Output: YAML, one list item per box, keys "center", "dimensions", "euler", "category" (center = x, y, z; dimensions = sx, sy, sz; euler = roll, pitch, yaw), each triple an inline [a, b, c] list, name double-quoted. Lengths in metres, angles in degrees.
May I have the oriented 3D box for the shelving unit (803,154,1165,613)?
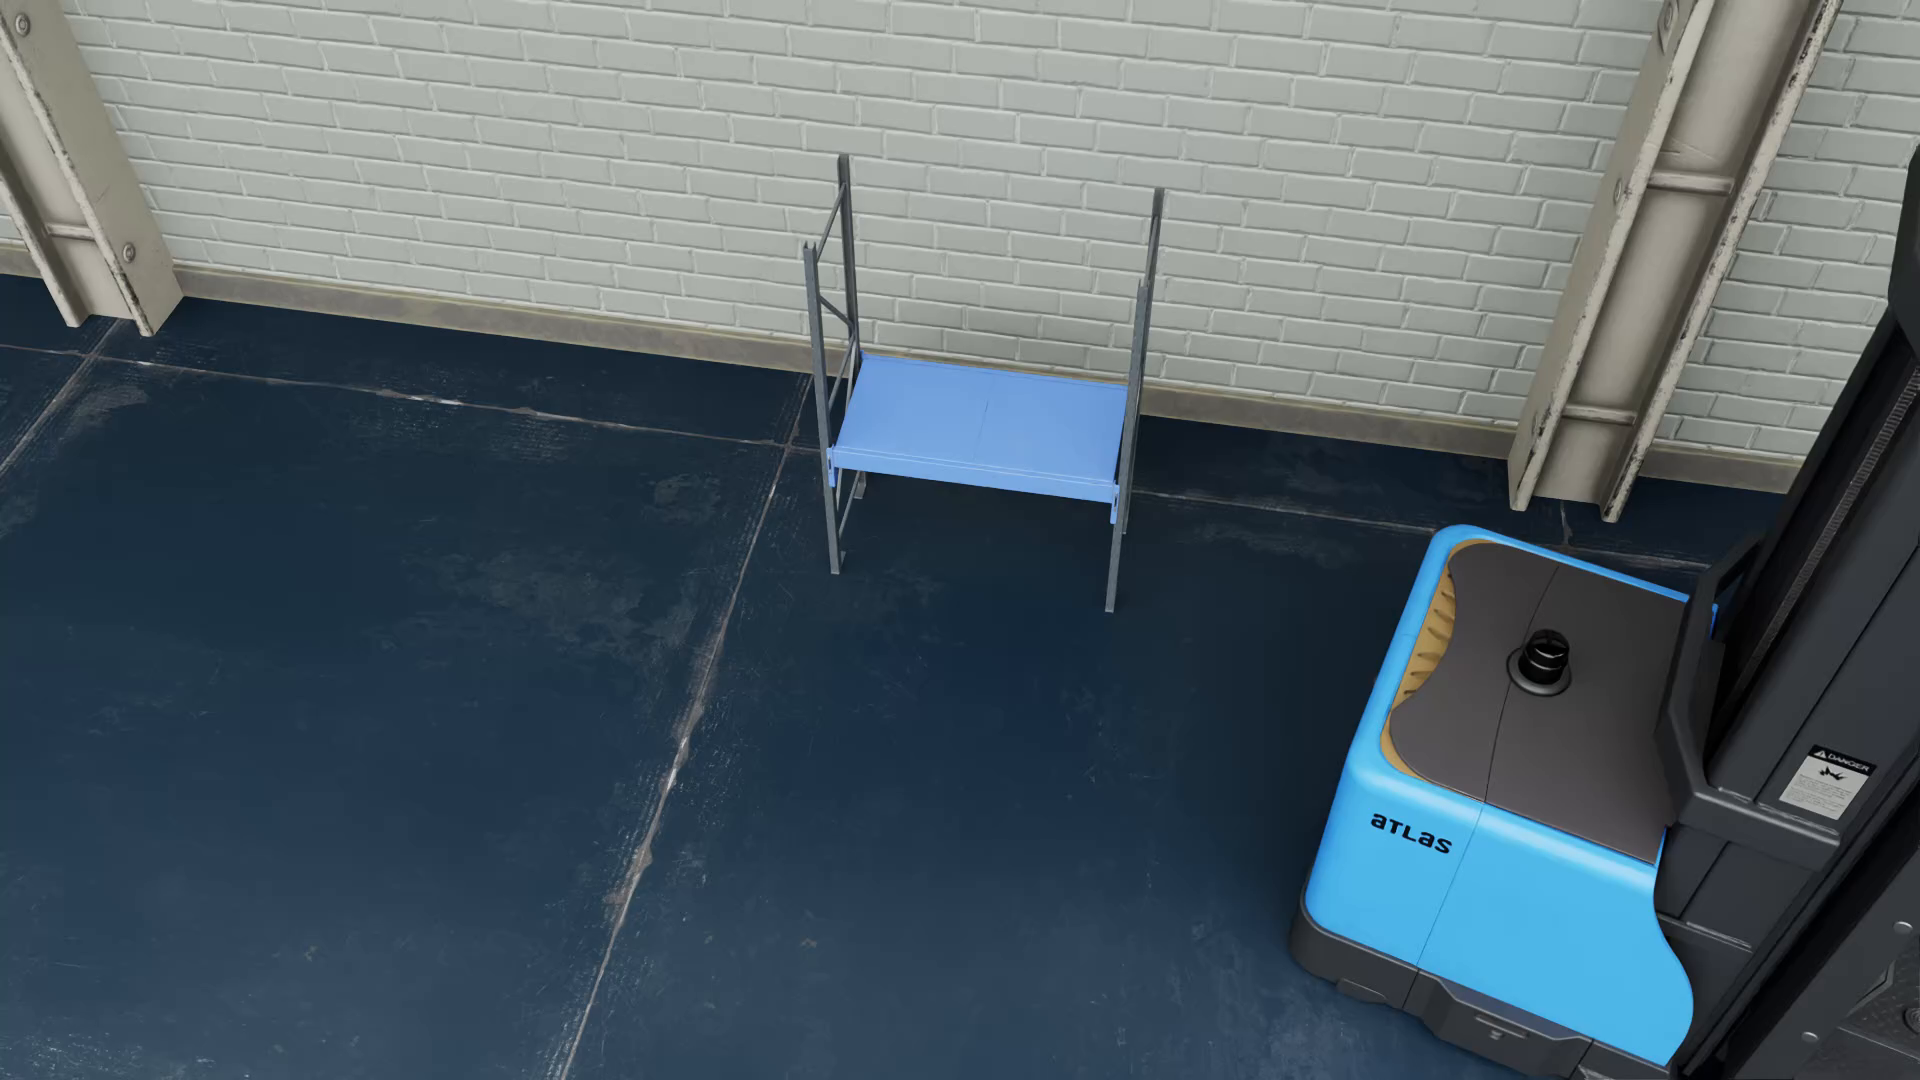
- center: [0.084, -0.490, 5.682]
  dimensions: [1.048, 1.500, 0.538]
  euler: [8, 49, 7]
  category: "shelving unit"

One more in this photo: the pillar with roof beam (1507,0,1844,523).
- center: [1.561, -0.060, 0.254]
  dimensions: [0.400, 9.000, 9.100]
  euler: [8, 49, 7]
  category: "pillar with roof beam"

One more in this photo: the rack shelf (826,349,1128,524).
- center: [0.084, -0.370, 5.816]
  dimensions: [1.000, 0.185, 0.538]
  euler: [8, 49, 7]
  category: "rack shelf"

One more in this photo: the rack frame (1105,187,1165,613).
- center: [0.584, -0.423, 5.622]
  dimensions: [0.032, 1.500, 0.500]
  euler: [8, 49, 7]
  category: "rack frame"

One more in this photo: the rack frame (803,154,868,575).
- center: [-0.416, -0.557, 5.742]
  dimensions: [0.032, 1.500, 0.500]
  euler: [8, 49, 7]
  category: "rack frame"

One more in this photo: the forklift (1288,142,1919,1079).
- center: [2.553, 0.470, 3.857]
  dimensions: [3.031, 2.935, 1.130]
  euler: [20, 51, 17]
  category: "forklift"

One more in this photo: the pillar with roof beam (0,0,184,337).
- center: [-4.343, -0.854, 0.967]
  dimensions: [0.400, 9.000, 9.100]
  euler: [8, 49, 7]
  category: "pillar with roof beam"
